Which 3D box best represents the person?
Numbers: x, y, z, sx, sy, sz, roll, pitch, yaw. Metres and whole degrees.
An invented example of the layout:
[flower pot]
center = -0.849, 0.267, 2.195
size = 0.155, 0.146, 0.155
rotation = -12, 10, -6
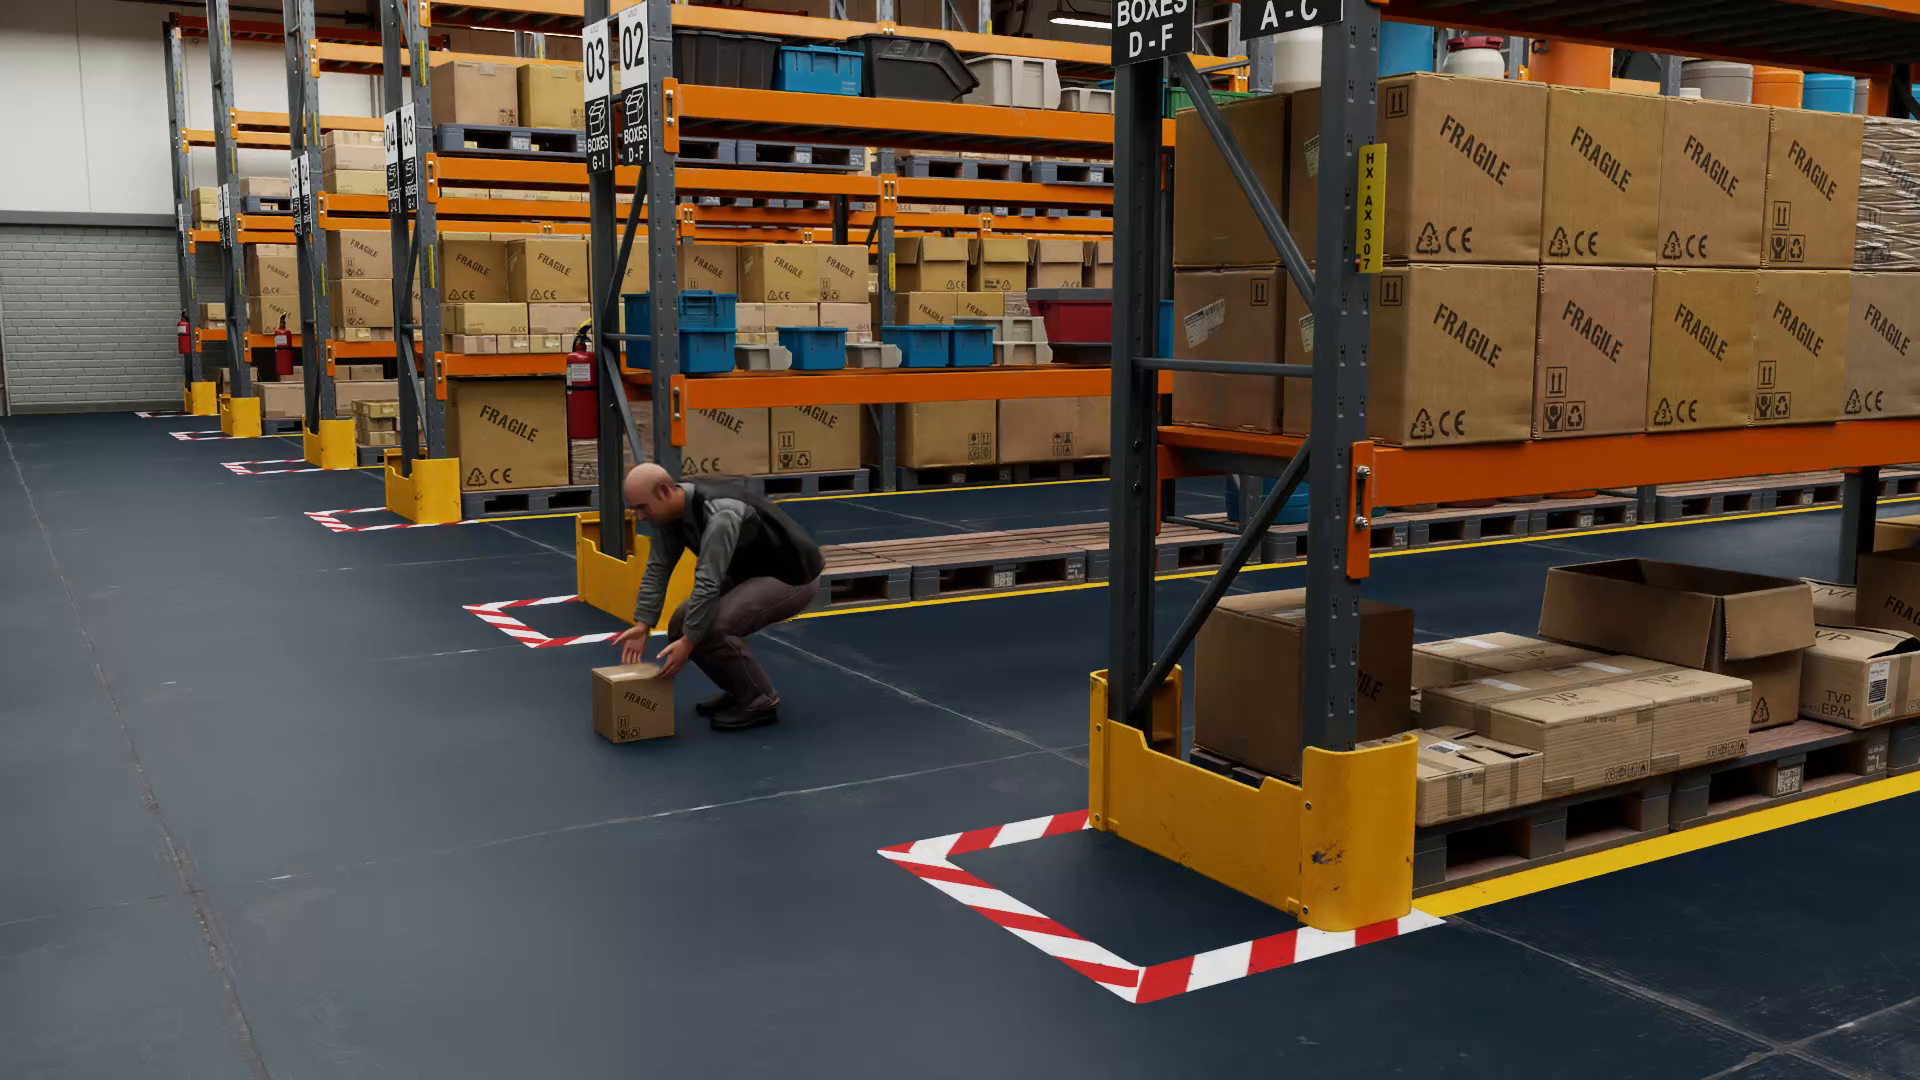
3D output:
[person]
center = -0.951, 0.210, 6.716
size = 0.837, 1.083, 0.558
rotation = -5, 9, -31
